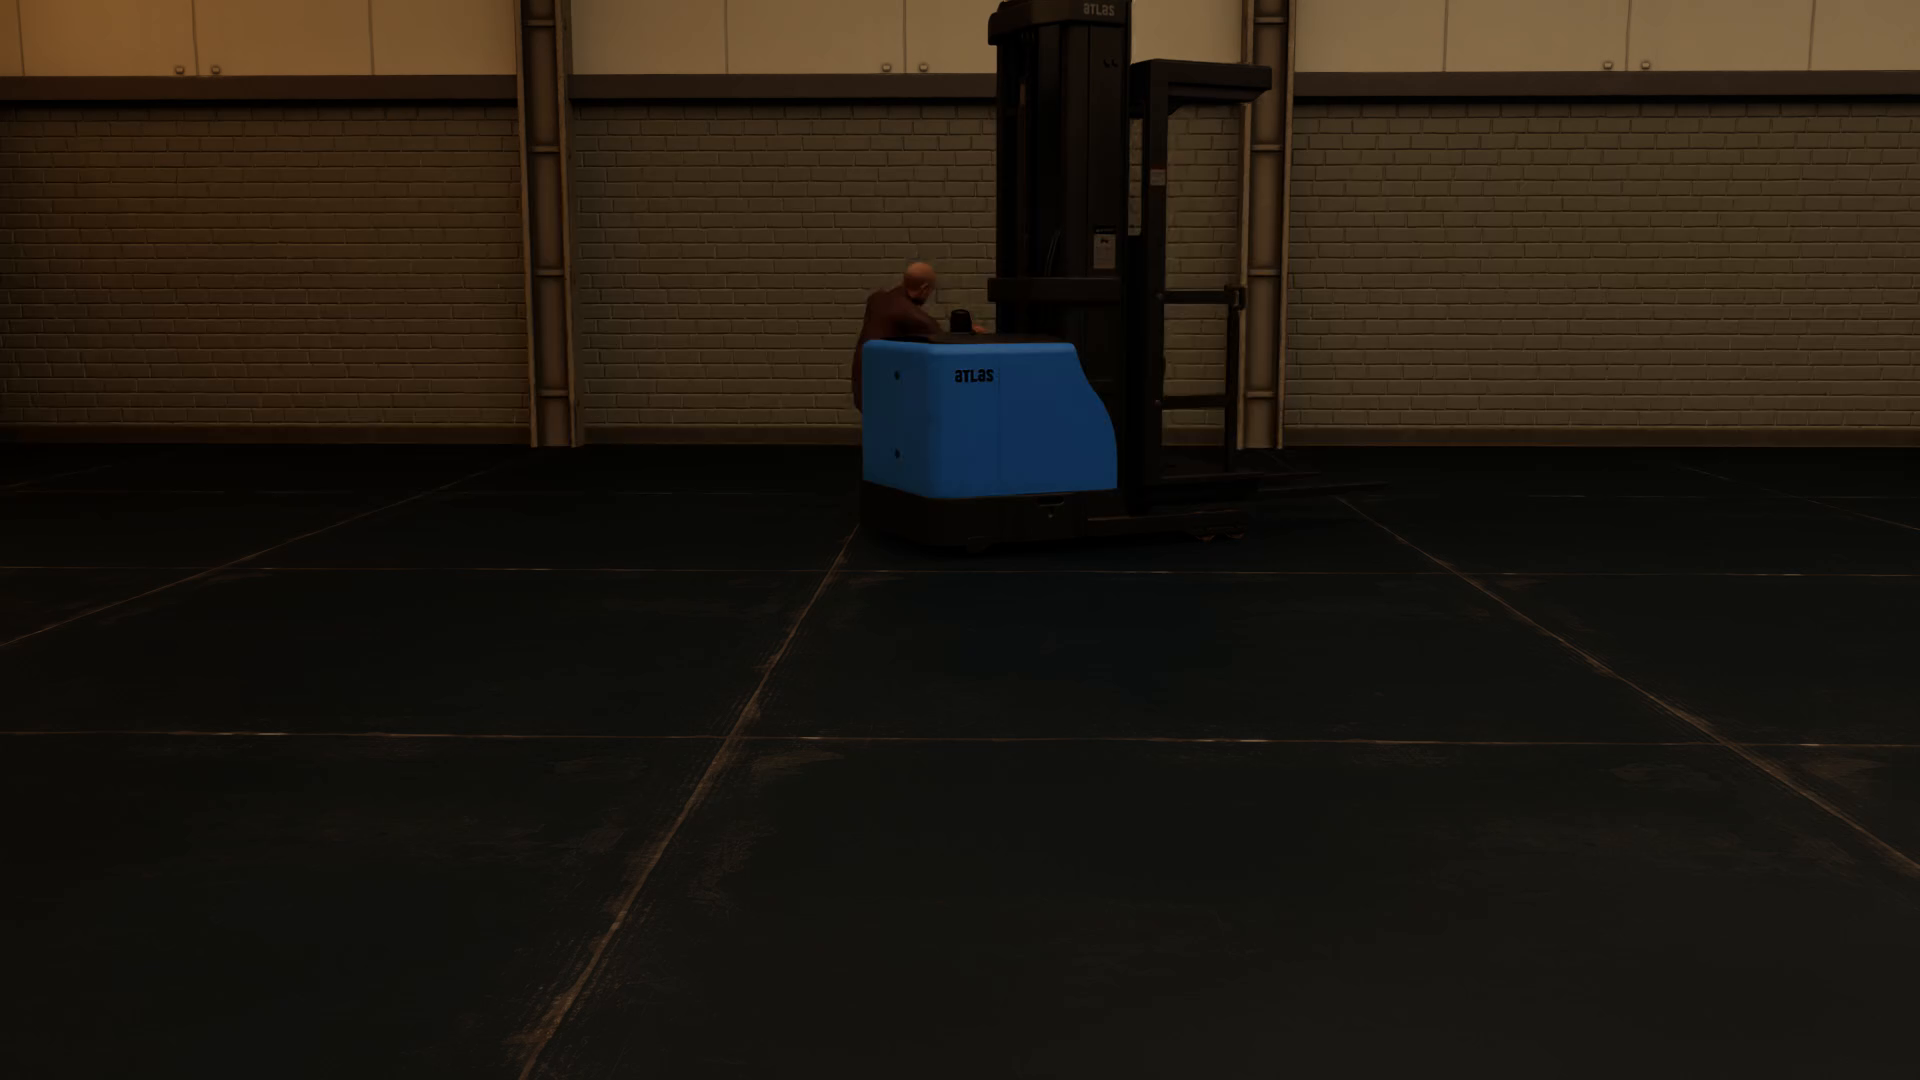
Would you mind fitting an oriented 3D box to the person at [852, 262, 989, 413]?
[{"bbox_3d":[-0.246,-0.920,10.016,0.822,1.490,1.673,-3,9,-19],"label":"person"}]

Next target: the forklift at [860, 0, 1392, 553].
[{"bbox_3d":[1.011,-1.508,9.169,3.031,2.935,1.130,-4,10,-25],"label":"forklift"}]
